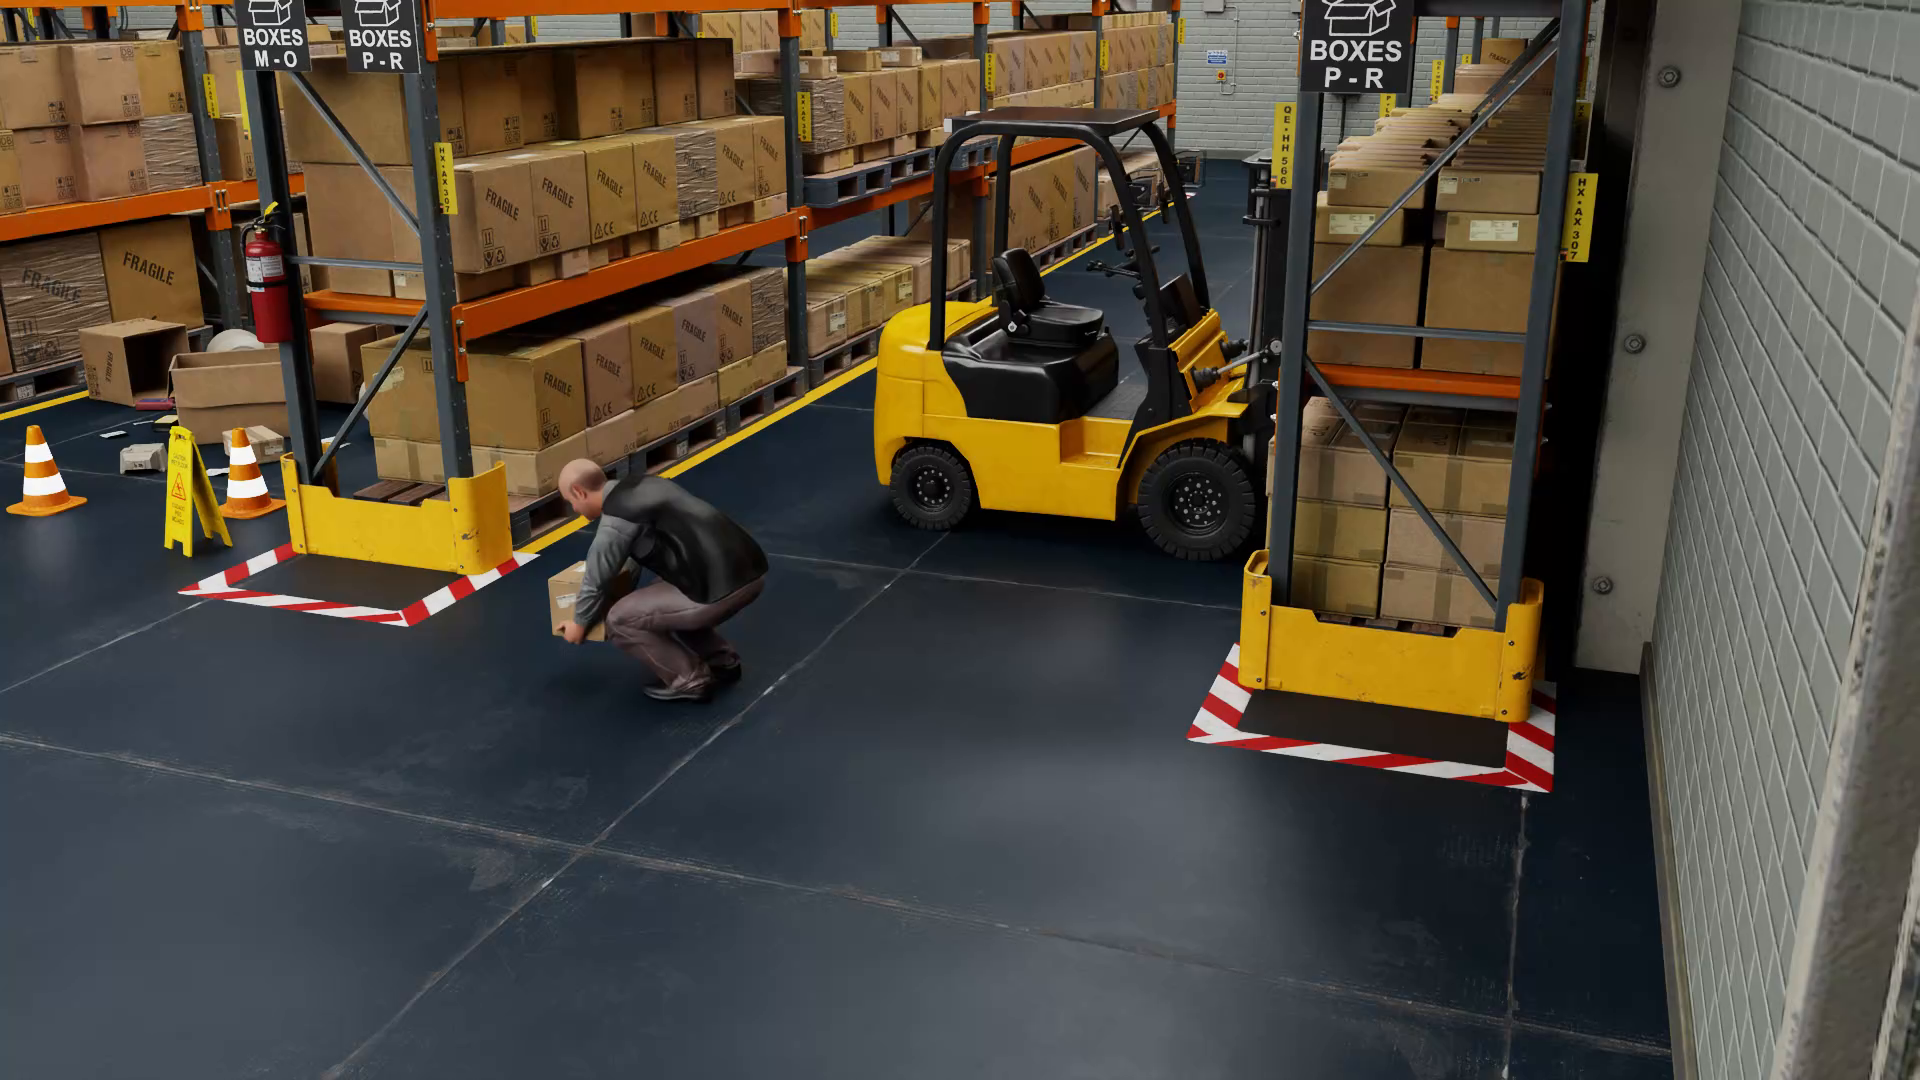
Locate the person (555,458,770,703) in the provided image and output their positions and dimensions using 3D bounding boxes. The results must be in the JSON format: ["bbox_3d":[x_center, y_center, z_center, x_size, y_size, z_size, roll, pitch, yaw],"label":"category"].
[{"bbox_3d":[-1.239,0.154,6.861,0.875,0.960,0.516,6,19,17],"label":"person"}]
